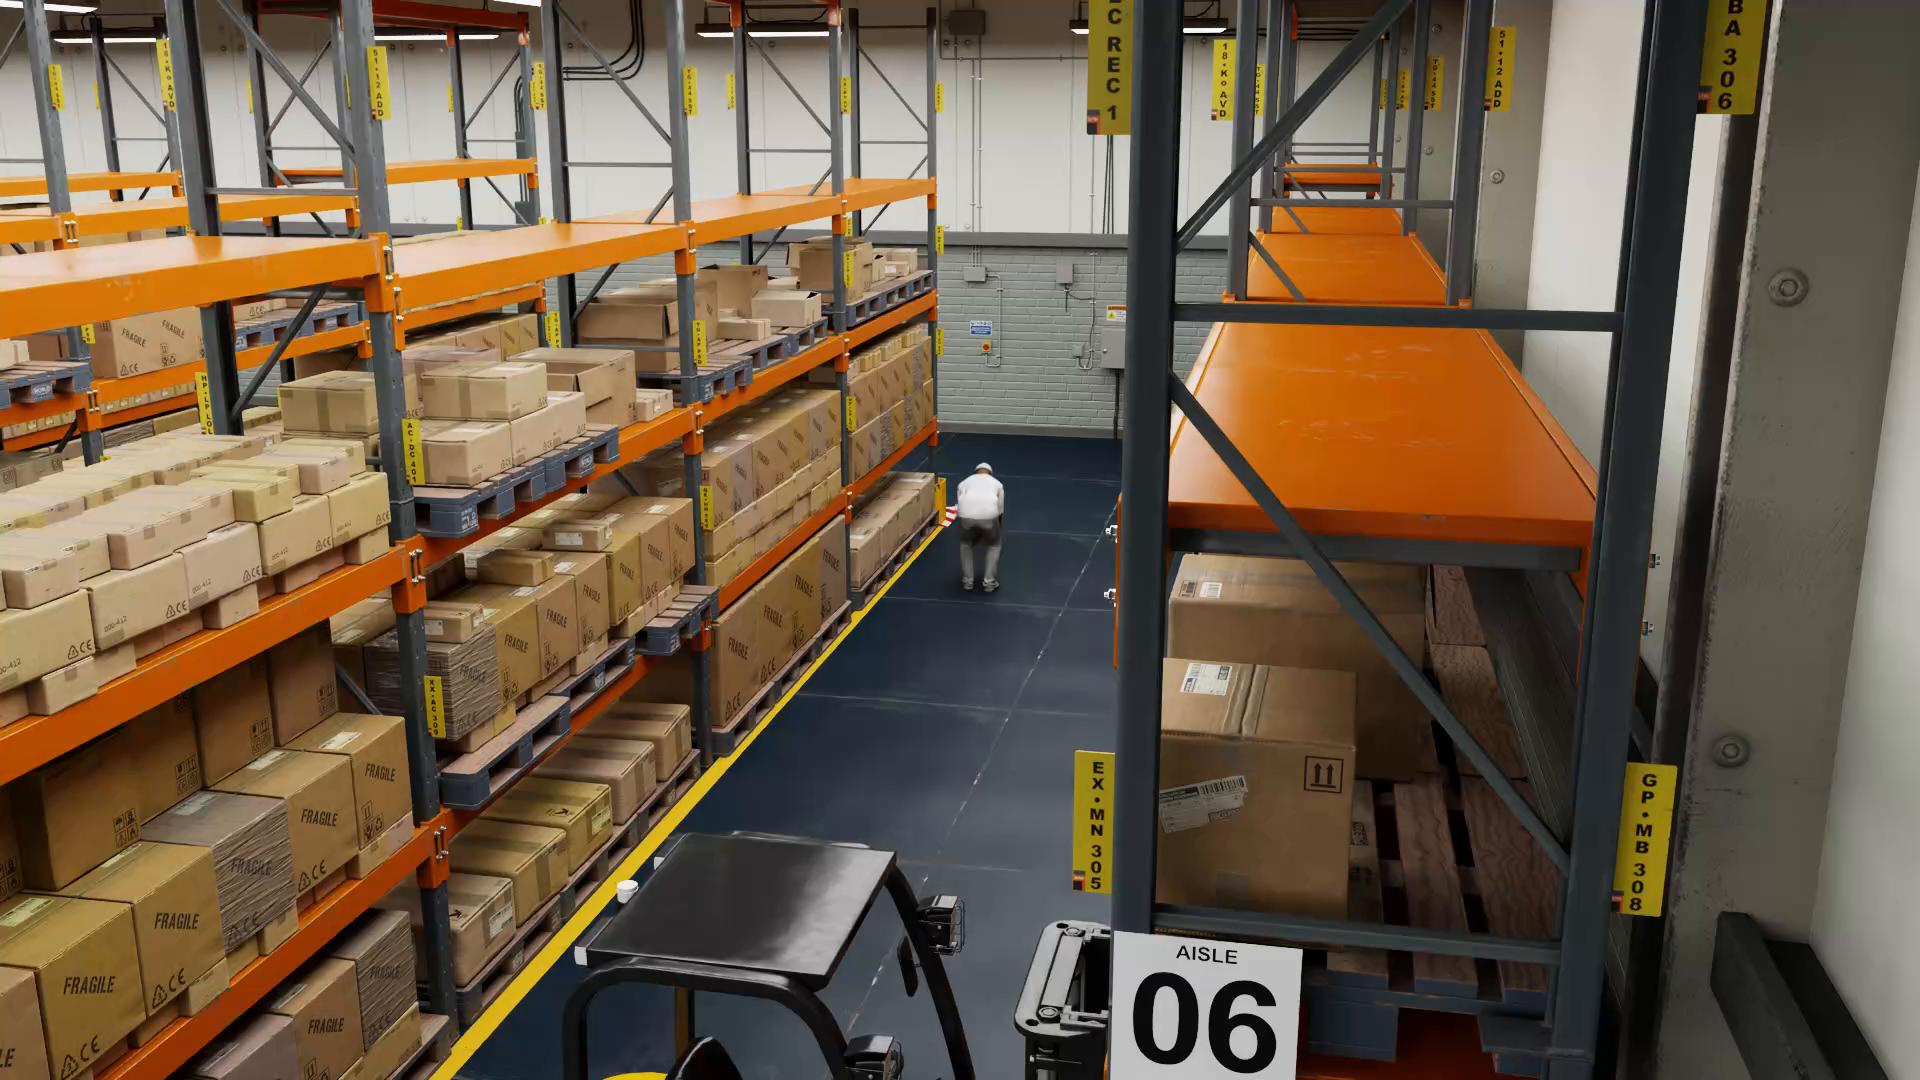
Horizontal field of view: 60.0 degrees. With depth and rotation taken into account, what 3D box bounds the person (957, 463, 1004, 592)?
[{"bbox_3d":[0.207,-0.137,17.549,0.500,1.232,0.945,2,15,7],"label":"person"}]
